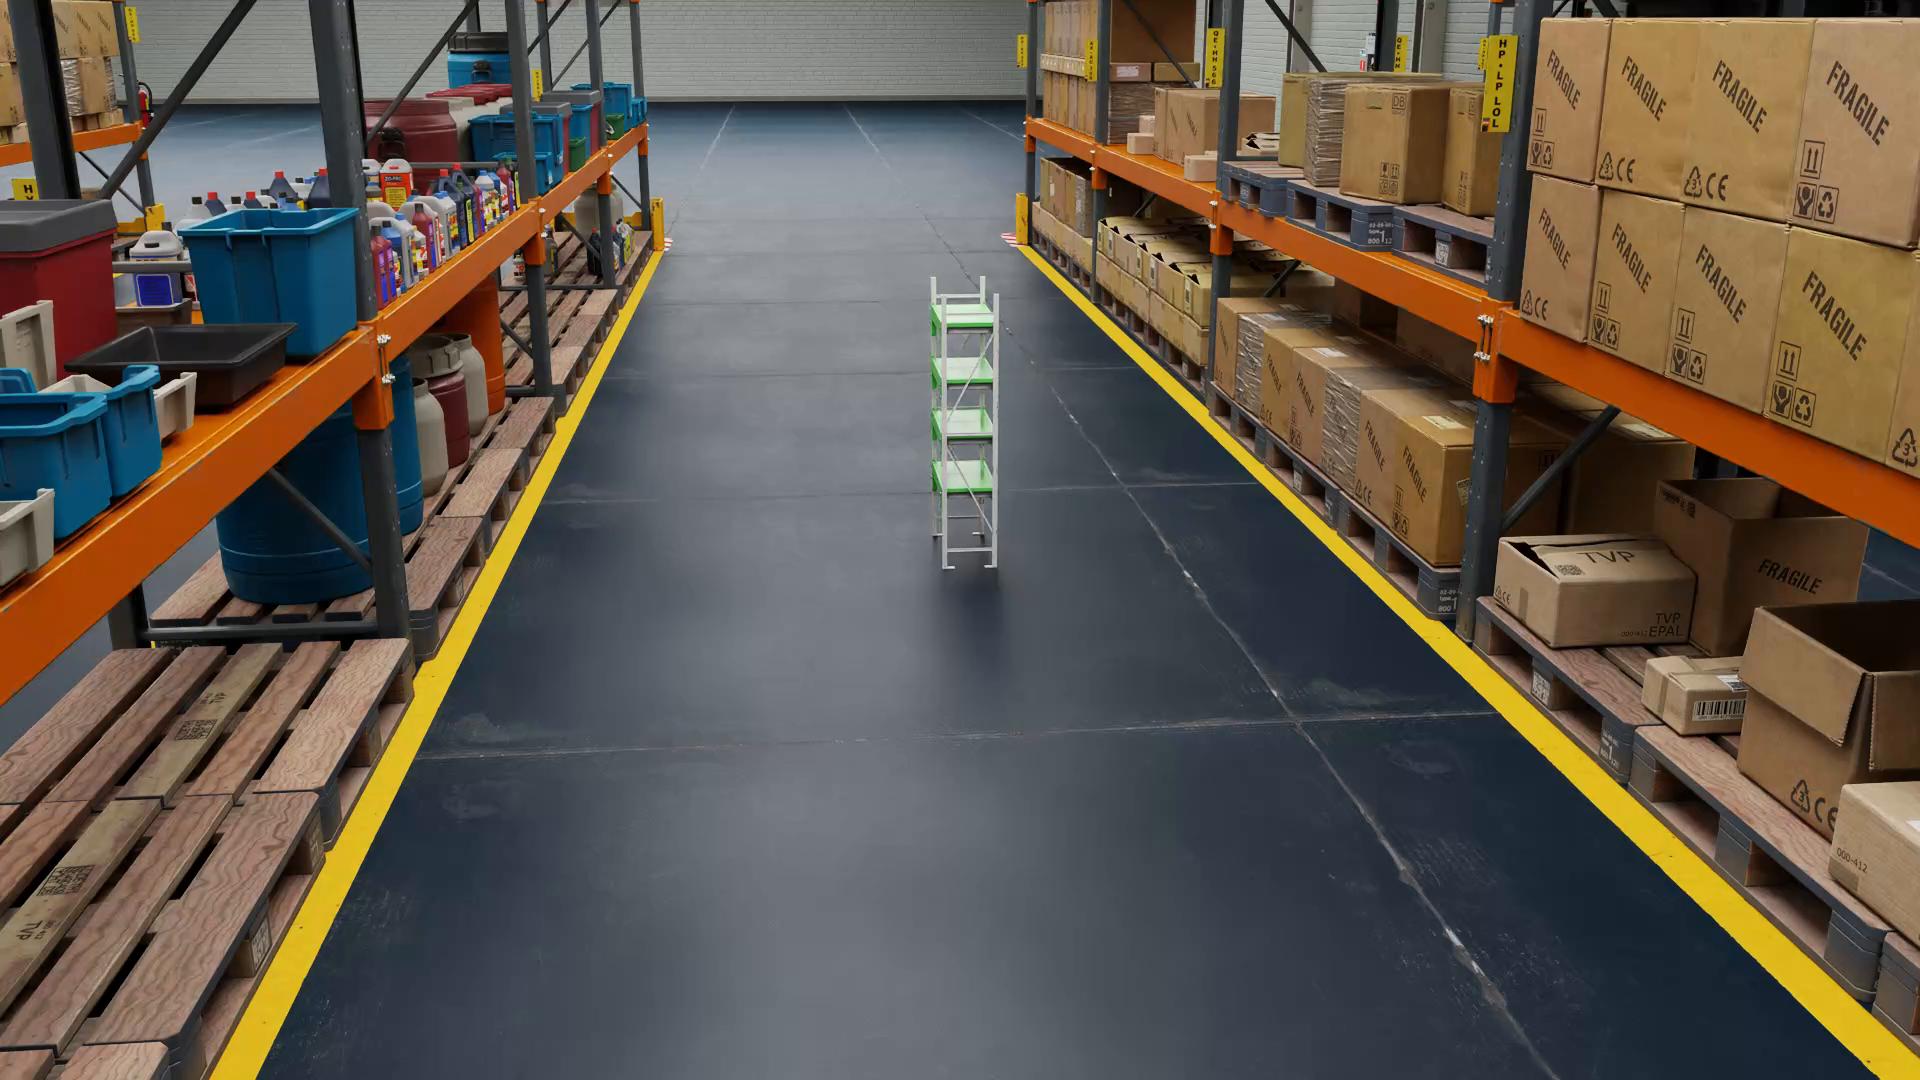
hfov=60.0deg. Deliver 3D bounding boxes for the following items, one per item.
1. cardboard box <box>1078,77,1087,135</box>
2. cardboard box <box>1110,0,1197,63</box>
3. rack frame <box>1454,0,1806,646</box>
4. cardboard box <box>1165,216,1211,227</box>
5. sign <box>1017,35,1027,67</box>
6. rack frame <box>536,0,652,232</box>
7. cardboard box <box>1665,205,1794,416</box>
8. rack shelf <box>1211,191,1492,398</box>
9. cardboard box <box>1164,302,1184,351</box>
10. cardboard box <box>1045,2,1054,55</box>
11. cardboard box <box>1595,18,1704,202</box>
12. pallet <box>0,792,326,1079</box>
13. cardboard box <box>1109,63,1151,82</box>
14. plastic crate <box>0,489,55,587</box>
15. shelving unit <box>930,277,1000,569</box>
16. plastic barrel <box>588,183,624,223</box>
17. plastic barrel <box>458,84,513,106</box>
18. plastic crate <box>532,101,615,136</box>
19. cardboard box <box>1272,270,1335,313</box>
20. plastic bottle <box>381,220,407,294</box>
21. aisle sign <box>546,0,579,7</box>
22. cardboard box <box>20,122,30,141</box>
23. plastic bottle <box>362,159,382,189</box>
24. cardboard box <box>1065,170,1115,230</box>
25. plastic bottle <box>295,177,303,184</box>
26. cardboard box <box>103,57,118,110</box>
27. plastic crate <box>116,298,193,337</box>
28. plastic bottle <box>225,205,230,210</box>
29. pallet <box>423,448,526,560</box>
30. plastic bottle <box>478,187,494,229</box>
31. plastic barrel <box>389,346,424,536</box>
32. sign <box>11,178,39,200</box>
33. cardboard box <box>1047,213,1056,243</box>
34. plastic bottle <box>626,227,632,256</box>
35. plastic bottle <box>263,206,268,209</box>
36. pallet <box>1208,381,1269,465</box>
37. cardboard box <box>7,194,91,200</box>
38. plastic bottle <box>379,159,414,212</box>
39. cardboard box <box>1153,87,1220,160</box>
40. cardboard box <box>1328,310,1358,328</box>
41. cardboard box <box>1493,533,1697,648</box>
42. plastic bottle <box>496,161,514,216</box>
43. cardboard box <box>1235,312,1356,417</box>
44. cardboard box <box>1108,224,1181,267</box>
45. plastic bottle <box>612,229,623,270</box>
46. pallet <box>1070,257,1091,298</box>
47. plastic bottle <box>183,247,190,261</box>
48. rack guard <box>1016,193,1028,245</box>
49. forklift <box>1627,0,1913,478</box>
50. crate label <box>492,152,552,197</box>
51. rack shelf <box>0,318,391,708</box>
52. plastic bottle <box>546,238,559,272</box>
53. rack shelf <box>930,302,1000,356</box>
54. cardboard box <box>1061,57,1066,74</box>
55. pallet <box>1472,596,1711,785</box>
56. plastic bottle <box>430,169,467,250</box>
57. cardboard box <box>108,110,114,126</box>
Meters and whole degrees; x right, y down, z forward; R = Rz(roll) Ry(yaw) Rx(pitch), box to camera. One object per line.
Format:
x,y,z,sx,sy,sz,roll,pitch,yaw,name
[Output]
1.451,-3.929,15.017,0.700,0.500,0.500,-2,17,-5,cardboard box
1.560,-4.241,13.847,0.700,0.500,0.500,-2,18,-5,cardboard box
2.437,-1.059,6.043,1.000,3.000,0.127,-2,18,-6,rack frame
1.939,-2.487,13.544,0.500,0.311,0.500,-2,18,-6,cardboard box
0.647,-5.070,17.241,0.100,0.325,0.005,-2,18,-6,sign
-3.728,-4.483,16.947,1.000,3.000,0.127,-2,18,-6,rack frame
2.324,-0.645,4.557,0.500,0.500,0.500,-2,18,-6,cardboard box
2.231,-1.312,8.049,1.077,0.370,4.000,-2,18,-6,rack shelf
1.671,-1.442,11.152,0.500,0.250,0.500,-2,18,-6,cardboard box
1.240,-5.146,16.728,0.700,0.500,0.500,-2,18,-5,cardboard box
2.259,-1.281,4.914,0.500,0.500,0.500,-2,18,-7,cardboard box
-2.247,1.005,4.123,1.003,0.211,1.213,-2,18,-6,pallet
1.371,-3.874,13.760,0.380,0.149,0.250,-2,18,-6,cardboard box
-1.797,-0.002,3.017,0.250,0.136,0.298,-2,18,-6,plastic crate
0.017,-0.523,7.340,0.258,1.200,0.503,-2,18,-6,shelving unit
-3.584,-3.302,16.640,0.421,0.512,0.421,0,17,0,plastic barrel
-3.435,-3.064,12.202,0.433,0.535,0.433,0,17,0,plastic barrel
-3.243,-3.421,13.670,0.767,0.338,0.504,-2,18,-6,plastic crate
2.262,-1.572,10.630,0.500,0.311,0.500,-1,17,-4,cardboard box
-2.158,-1.071,6.295,0.097,0.271,0.097,0,17,0,plastic bottle
-4.027,-5.735,16.598,0.394,0.787,0.004,-2,18,-6,aisle sign
-8.118,-3.463,14.119,0.380,0.149,0.250,-2,18,-6,cardboard box
-3.180,-1.901,8.932,0.152,0.276,0.135,-2,18,-6,plastic bottle
1.251,-3.119,15.240,0.500,0.500,0.500,-2,18,-6,cardboard box
-3.106,-1.559,7.829,0.061,0.283,0.133,-2,18,-6,plastic bottle
-8.625,-4.354,15.876,0.875,0.500,0.500,-2,18,-6,cardboard box
-2.585,-0.667,5.134,0.396,0.136,0.243,-2,18,-6,plastic crate
-2.942,-1.215,6.746,0.152,0.276,0.135,-2,18,-6,plastic bottle
-2.658,-0.172,7.874,1.003,0.211,1.213,-2,18,-6,pallet
-2.369,-1.648,8.251,0.097,0.201,0.097,0,17,0,plastic bottle
-2.603,-0.480,7.001,0.600,0.901,0.708,-2,18,-6,plastic barrel
-3.038,-1.023,5.466,0.100,0.325,0.005,-2,18,-6,sign
1.140,-3.059,16.301,0.500,0.250,0.500,-2,18,-6,cardboard box
-3.090,-2.742,15.216,0.152,0.276,0.135,-2,18,-7,plastic bottle
-2.820,-1.222,6.776,0.097,0.271,0.097,0,17,0,plastic bottle
2.064,-0.697,9.545,1.003,0.211,1.213,-2,18,-6,pallet
-8.511,-2.974,15.613,0.500,0.500,0.500,3,18,9,cardboard box
-3.029,-1.906,8.947,0.152,0.276,0.135,-2,18,-6,plastic bottle
1.729,-3.104,12.390,0.500,0.500,0.500,-1,17,-2,cardboard box
2.354,-0.997,9.283,0.500,0.500,0.500,-1,17,-3,cardboard box
2.265,0.145,5.961,0.500,0.311,0.500,-2,18,-6,cardboard box
-2.413,-1.867,8.812,0.061,0.283,0.133,-2,18,-6,plastic bottle
1.847,-0.968,9.192,0.500,0.500,0.500,-2,18,-8,cardboard box
1.453,-2.319,13.008,0.500,0.311,0.500,-2,18,-6,cardboard box
-2.986,-2.490,14.289,0.144,0.351,0.185,-1,17,-4,plastic bottle
1.571,-2.351,14.812,1.003,0.211,1.213,-2,18,-6,pallet
-2.845,-0.995,6.171,0.097,0.201,0.097,0,17,0,plastic bottle
1.197,-3.449,17.829,1.175,0.500,0.348,-2,18,-6,rack guard
4.382,-2.075,9.394,1.130,2.935,3.031,-2,18,-6,forklift
-2.574,-2.156,9.817,0.303,0.233,0.416,-2,18,-6,crate label
-2.284,0.032,3.769,1.077,0.370,4.000,-2,18,-6,rack shelf
-3.544,-2.453,14.297,0.152,0.276,0.135,-2,18,-6,plastic bottle
0.017,-0.920,7.216,0.258,0.148,0.480,-2,18,-6,rack shelf
1.160,-4.484,15.704,0.380,0.149,0.250,-2,18,-6,cardboard box
2.507,0.476,5.809,1.003,0.211,1.213,-2,18,-6,pallet
-2.311,-1.484,7.479,0.144,0.351,0.185,-2,18,-6,plastic bottle
-8.395,-4.057,16.010,0.380,0.149,0.250,-2,18,-6,cardboard box
